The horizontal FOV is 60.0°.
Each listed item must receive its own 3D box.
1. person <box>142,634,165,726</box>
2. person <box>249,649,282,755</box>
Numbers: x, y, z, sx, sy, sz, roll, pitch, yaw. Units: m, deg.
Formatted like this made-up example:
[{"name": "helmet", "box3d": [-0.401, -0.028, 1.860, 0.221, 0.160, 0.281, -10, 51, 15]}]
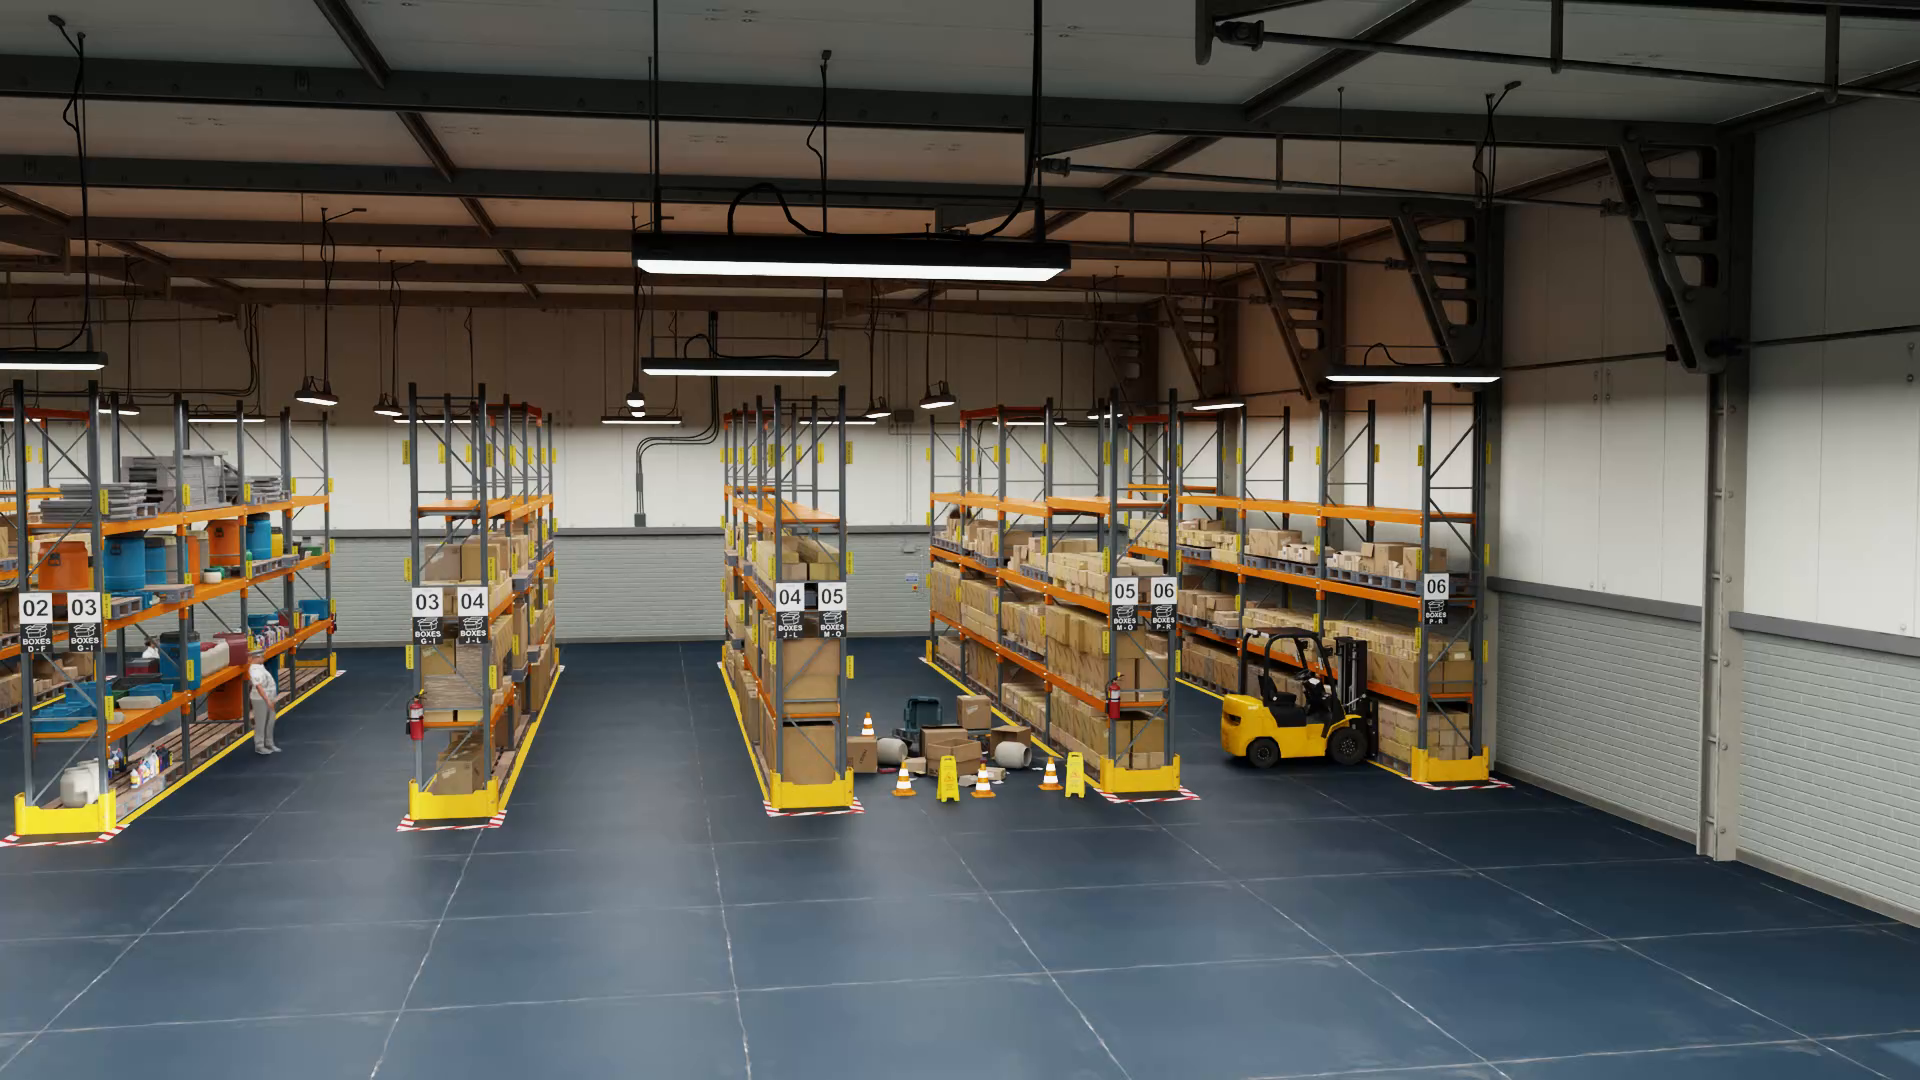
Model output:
[{"name": "person", "box3d": [-15.032, 2.600, 31.039, 0.457, 1.706, 0.539, 1, 3, 20]}, {"name": "person", "box3d": [-11.700, 2.724, 27.997, 0.562, 1.791, 0.620, 0, 3, 6]}]
